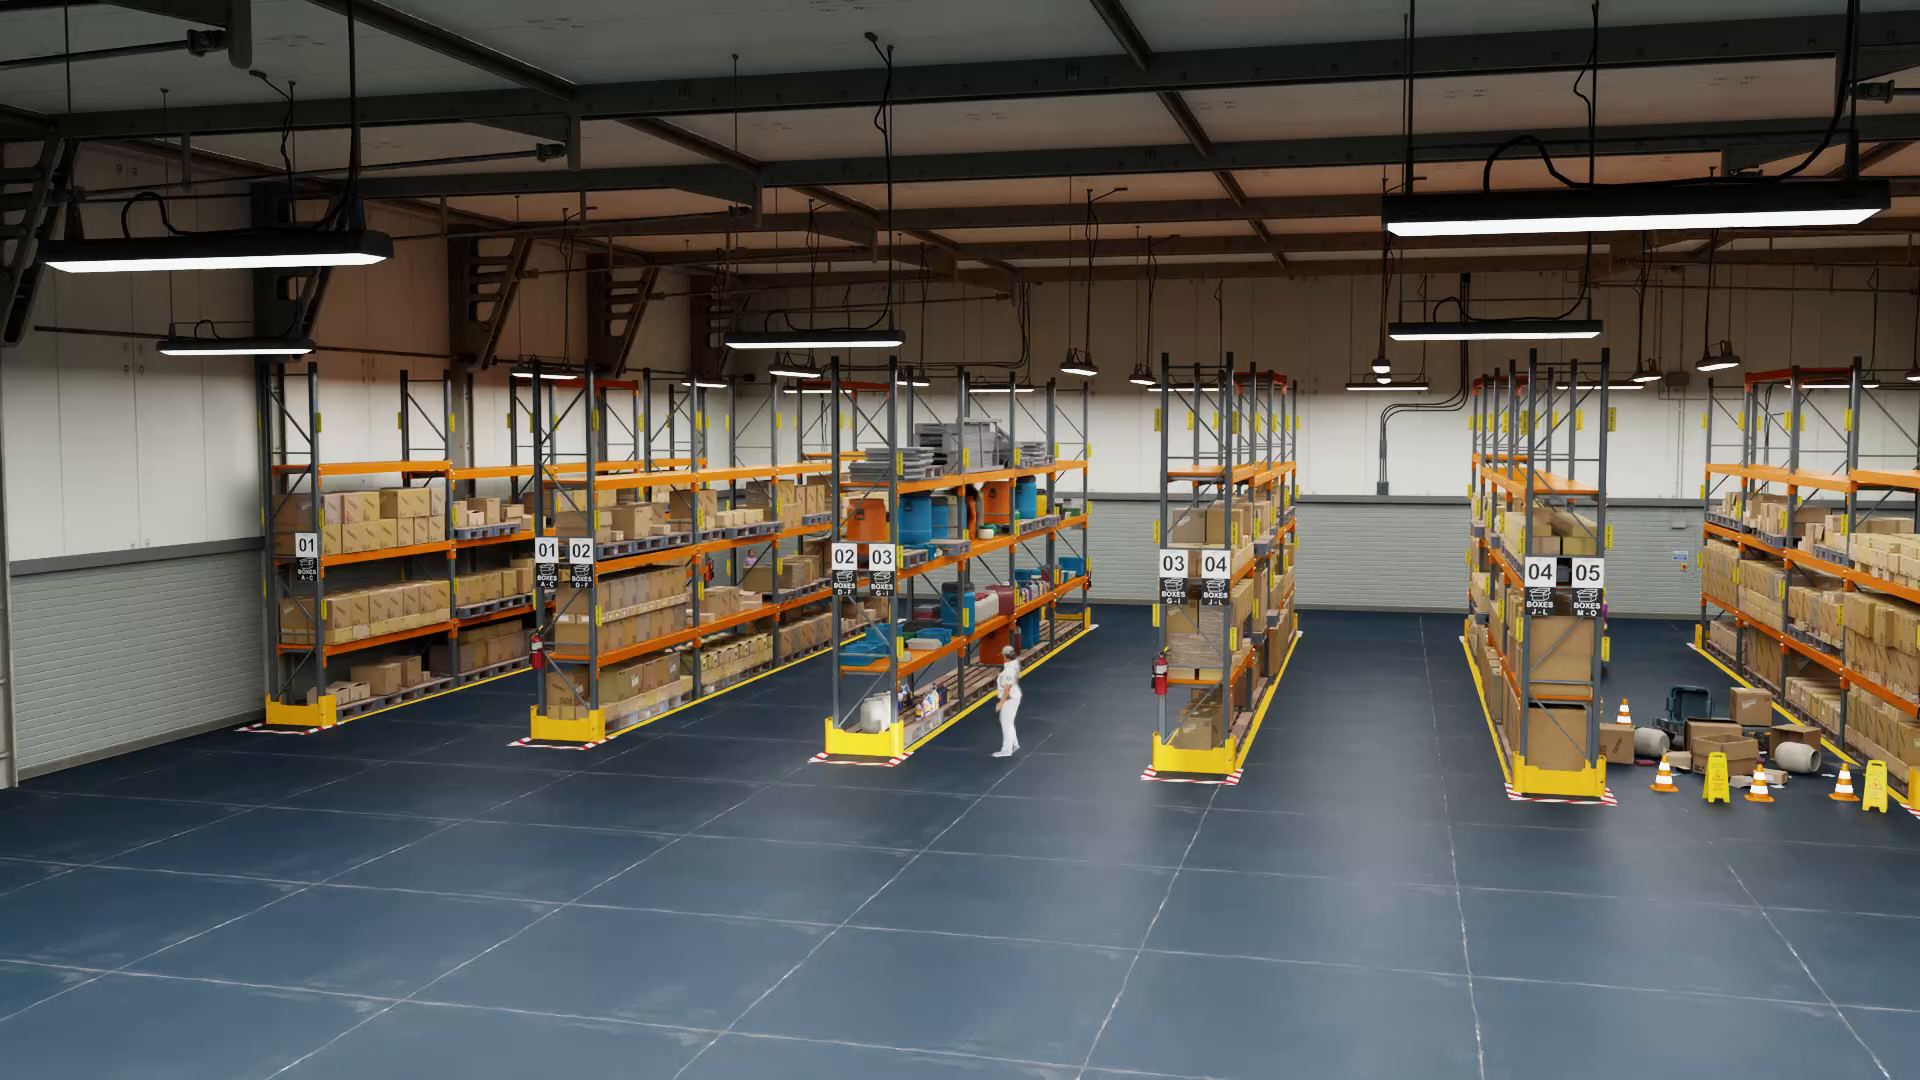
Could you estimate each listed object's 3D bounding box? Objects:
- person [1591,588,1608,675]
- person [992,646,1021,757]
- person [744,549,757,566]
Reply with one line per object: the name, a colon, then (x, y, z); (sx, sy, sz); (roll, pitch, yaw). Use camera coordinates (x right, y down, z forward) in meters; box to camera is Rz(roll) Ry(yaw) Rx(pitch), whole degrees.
person: (12.672, 1.801, 33.086); (0.459, 1.772, 0.596); (3, 5, 35)
person: (0.705, 2.442, 25.057); (0.440, 1.729, 0.598); (0, 4, 1)
person: (-5.725, 1.005, 45.504); (0.405, 1.552, 0.856); (-1, 4, -10)
